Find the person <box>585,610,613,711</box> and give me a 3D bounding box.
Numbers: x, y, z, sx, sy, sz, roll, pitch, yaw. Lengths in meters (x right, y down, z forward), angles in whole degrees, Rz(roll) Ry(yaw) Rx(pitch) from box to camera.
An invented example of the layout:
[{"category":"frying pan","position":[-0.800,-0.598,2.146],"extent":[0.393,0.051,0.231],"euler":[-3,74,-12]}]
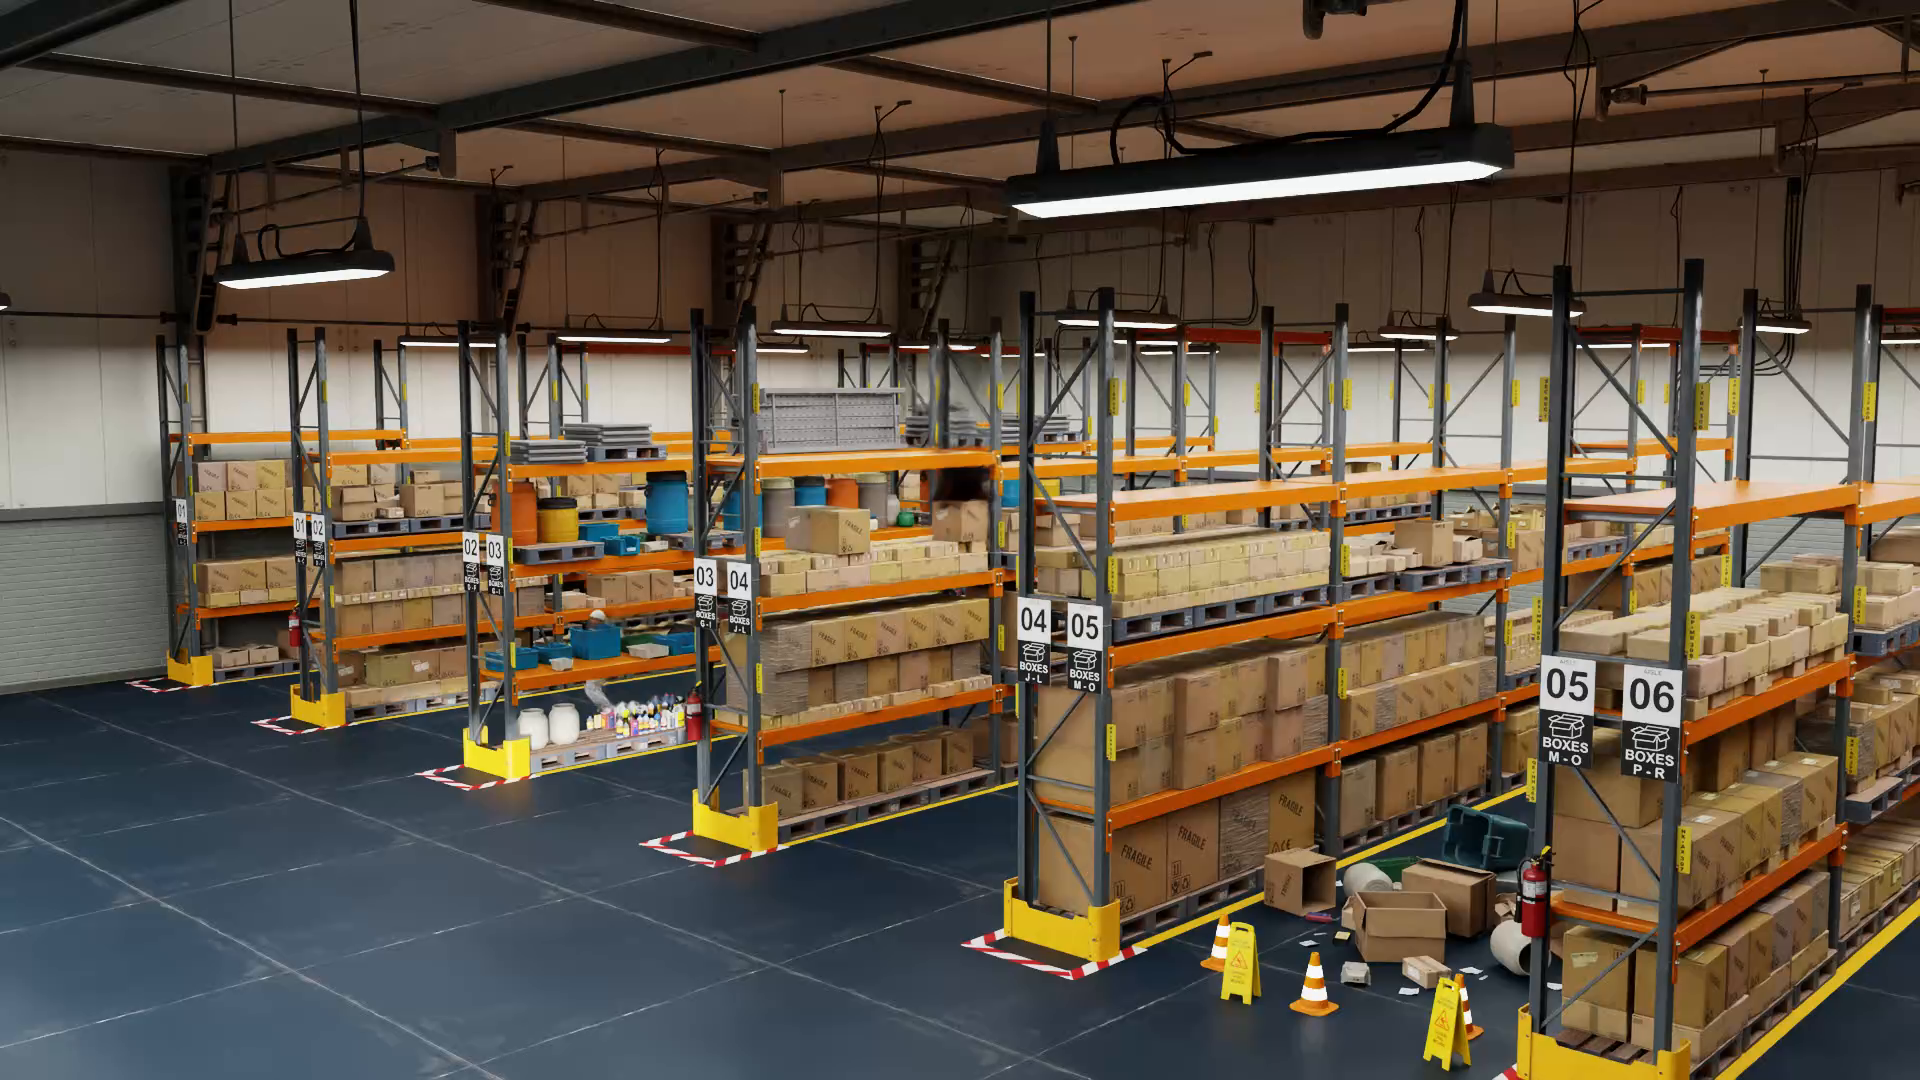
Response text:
[{"category":"person","position":[-5.506,1.923,25.111],"extent":[0.621,1.739,0.653],"euler":[-4,7,-38]}]
